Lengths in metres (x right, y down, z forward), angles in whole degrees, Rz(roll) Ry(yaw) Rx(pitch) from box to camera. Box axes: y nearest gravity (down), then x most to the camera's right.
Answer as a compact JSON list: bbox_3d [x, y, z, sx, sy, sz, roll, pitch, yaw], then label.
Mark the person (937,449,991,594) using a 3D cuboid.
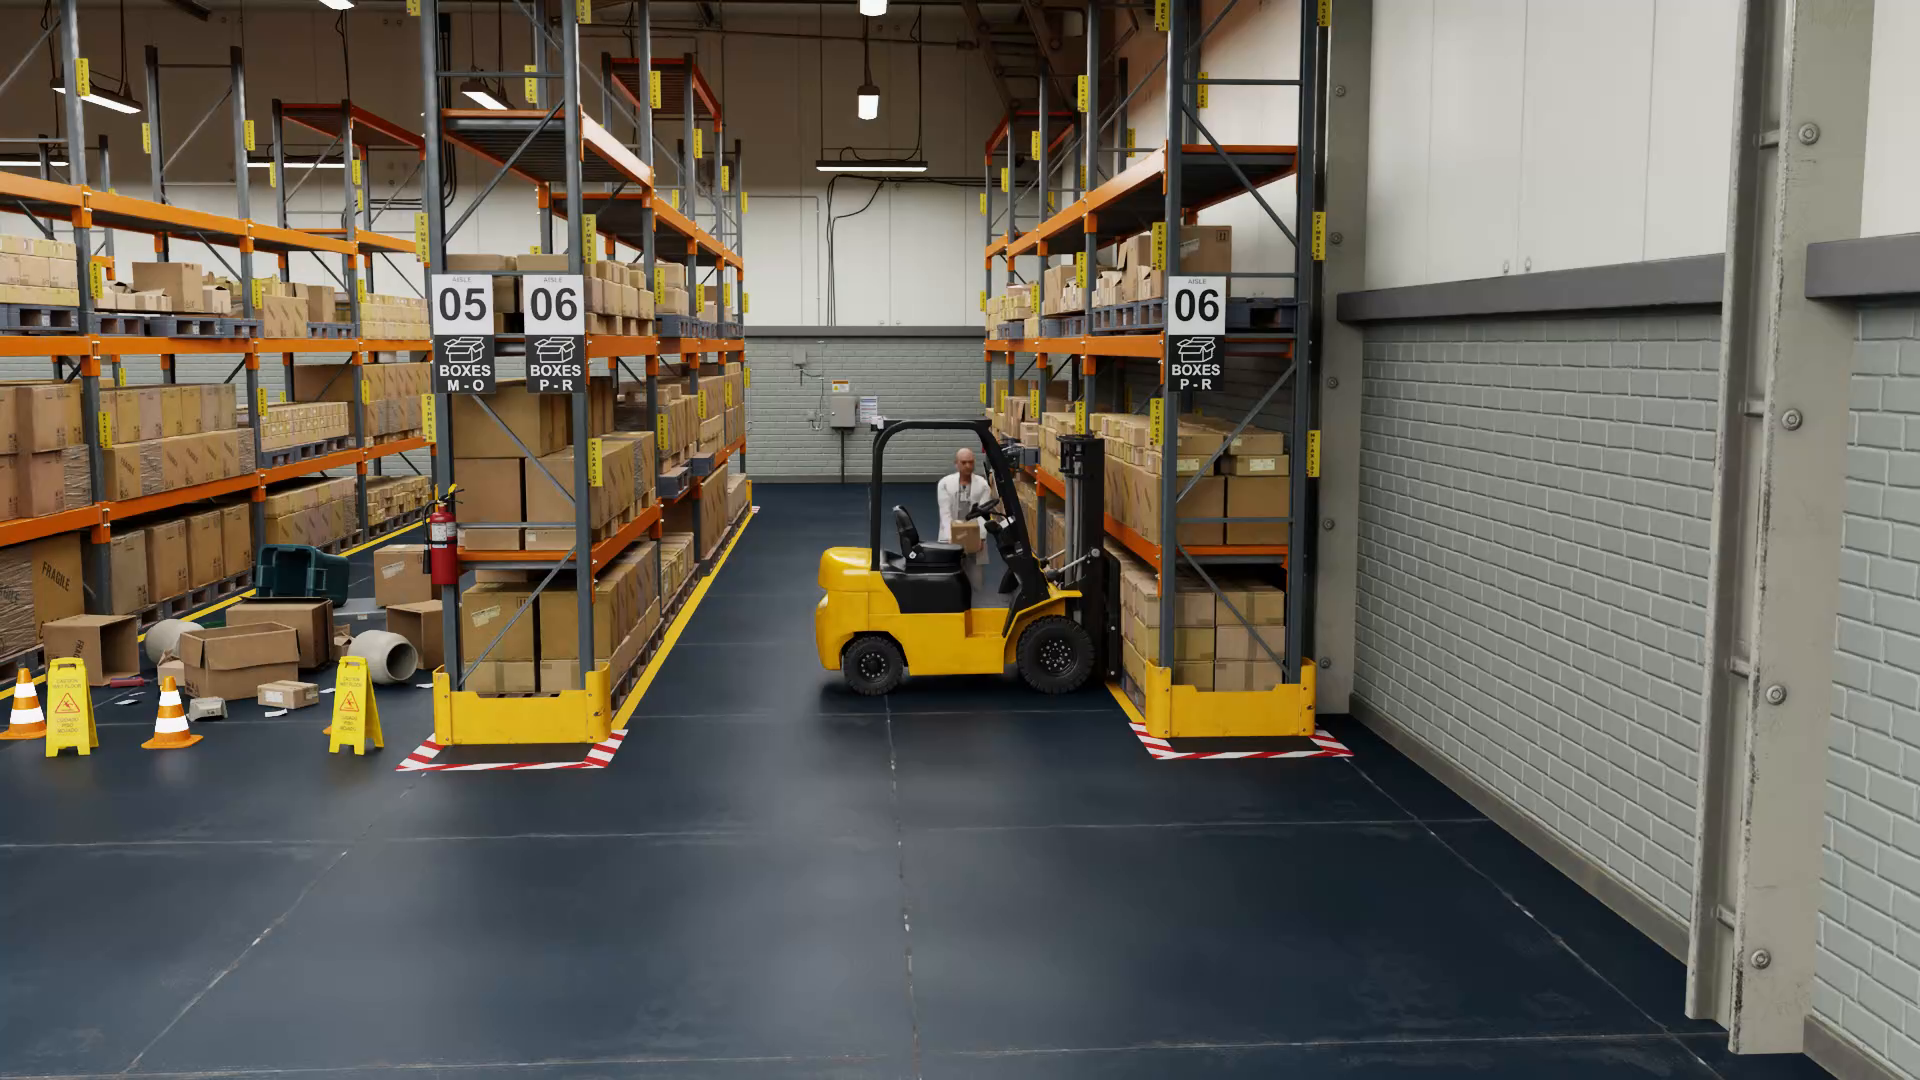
[{"bbox_3d":[0.032,0.037,15.528,0.531,1.774,0.573,-1,7,-5],"label":"person"}]
